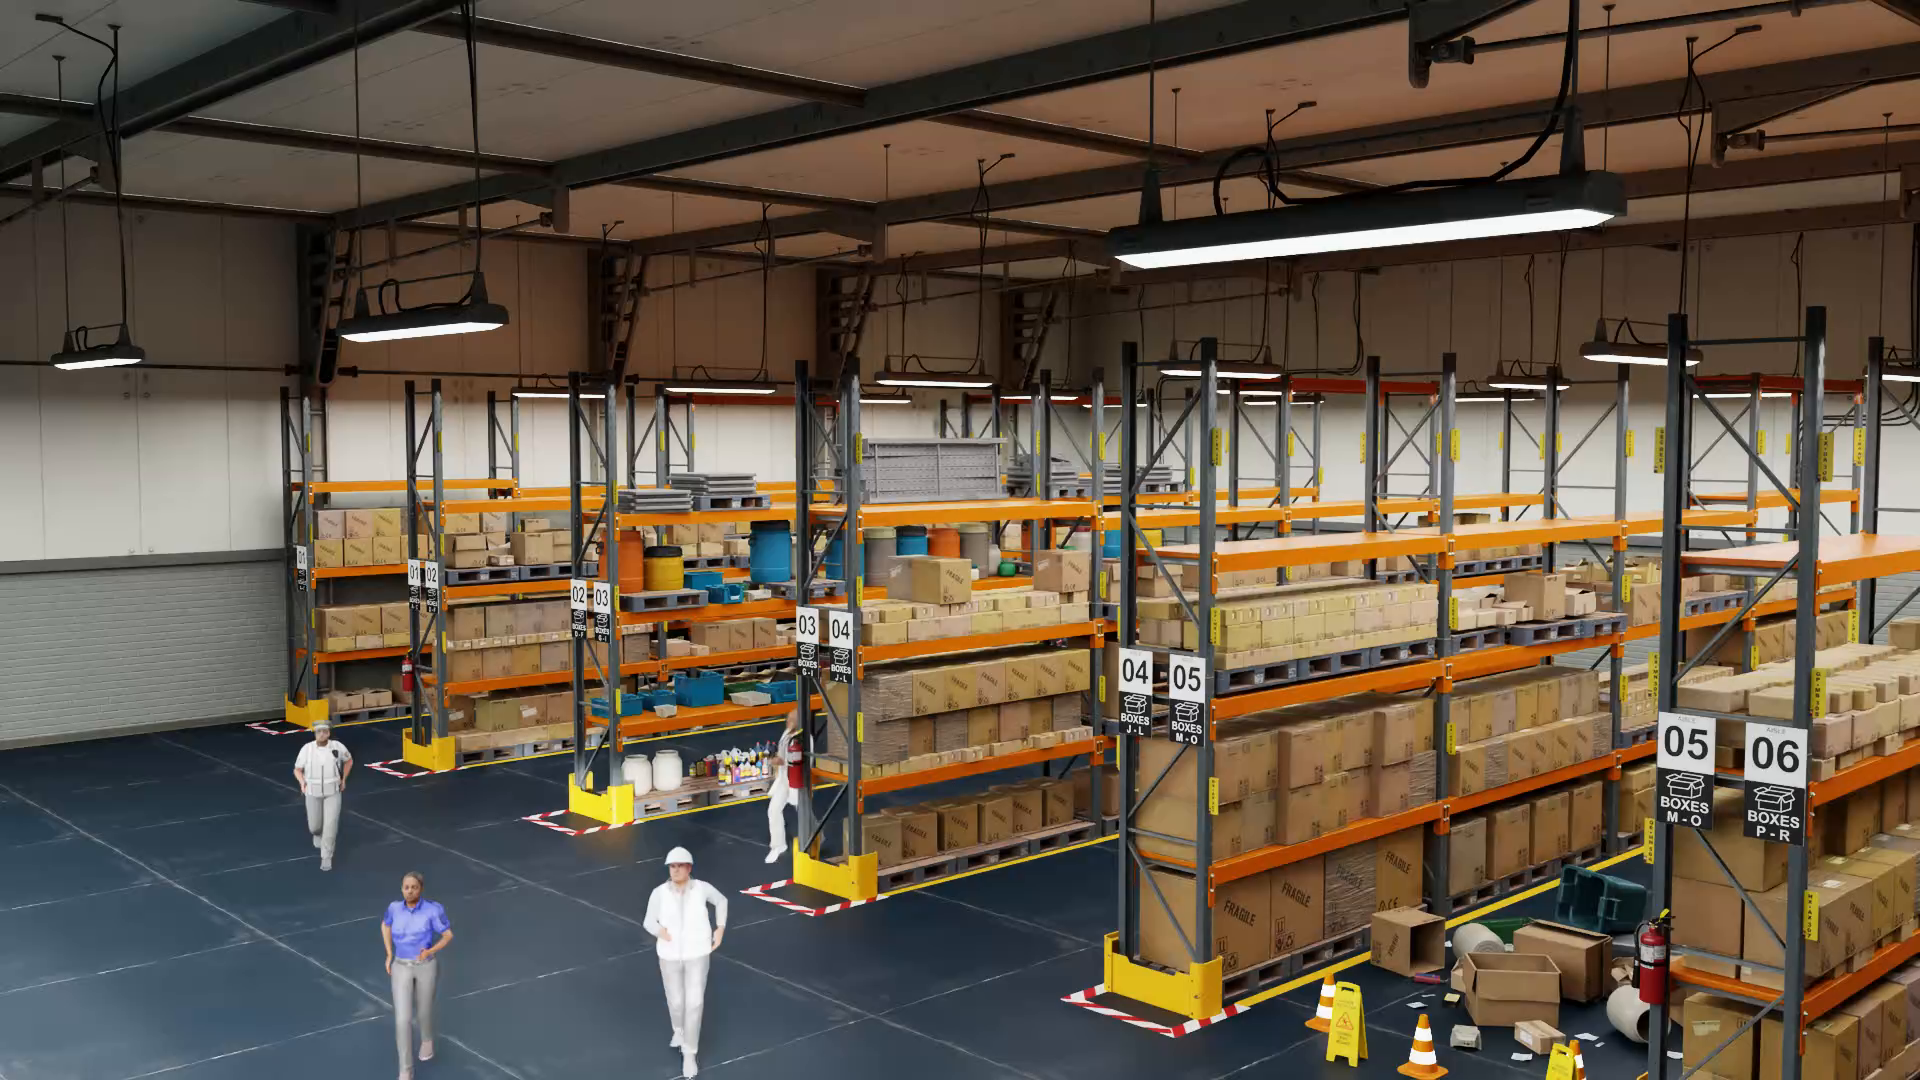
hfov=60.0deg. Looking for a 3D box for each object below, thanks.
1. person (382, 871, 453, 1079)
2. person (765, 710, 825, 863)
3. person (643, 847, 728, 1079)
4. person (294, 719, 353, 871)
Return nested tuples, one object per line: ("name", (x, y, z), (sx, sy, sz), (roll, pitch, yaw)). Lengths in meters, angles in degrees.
("person", (-4.363, 3.484, 13.365), (0.574, 1.685, 0.852), (-1, 4, -12))
("person", (-2.010, 2.979, 20.213), (0.670, 1.837, 0.866), (3, 5, 40))
("person", (-2.264, 3.425, 13.675), (0.655, 1.810, 0.792), (0, 4, -1))
("person", (-7.652, 3.024, 20.014), (0.663, 1.772, 0.816), (-1, 4, -19))
